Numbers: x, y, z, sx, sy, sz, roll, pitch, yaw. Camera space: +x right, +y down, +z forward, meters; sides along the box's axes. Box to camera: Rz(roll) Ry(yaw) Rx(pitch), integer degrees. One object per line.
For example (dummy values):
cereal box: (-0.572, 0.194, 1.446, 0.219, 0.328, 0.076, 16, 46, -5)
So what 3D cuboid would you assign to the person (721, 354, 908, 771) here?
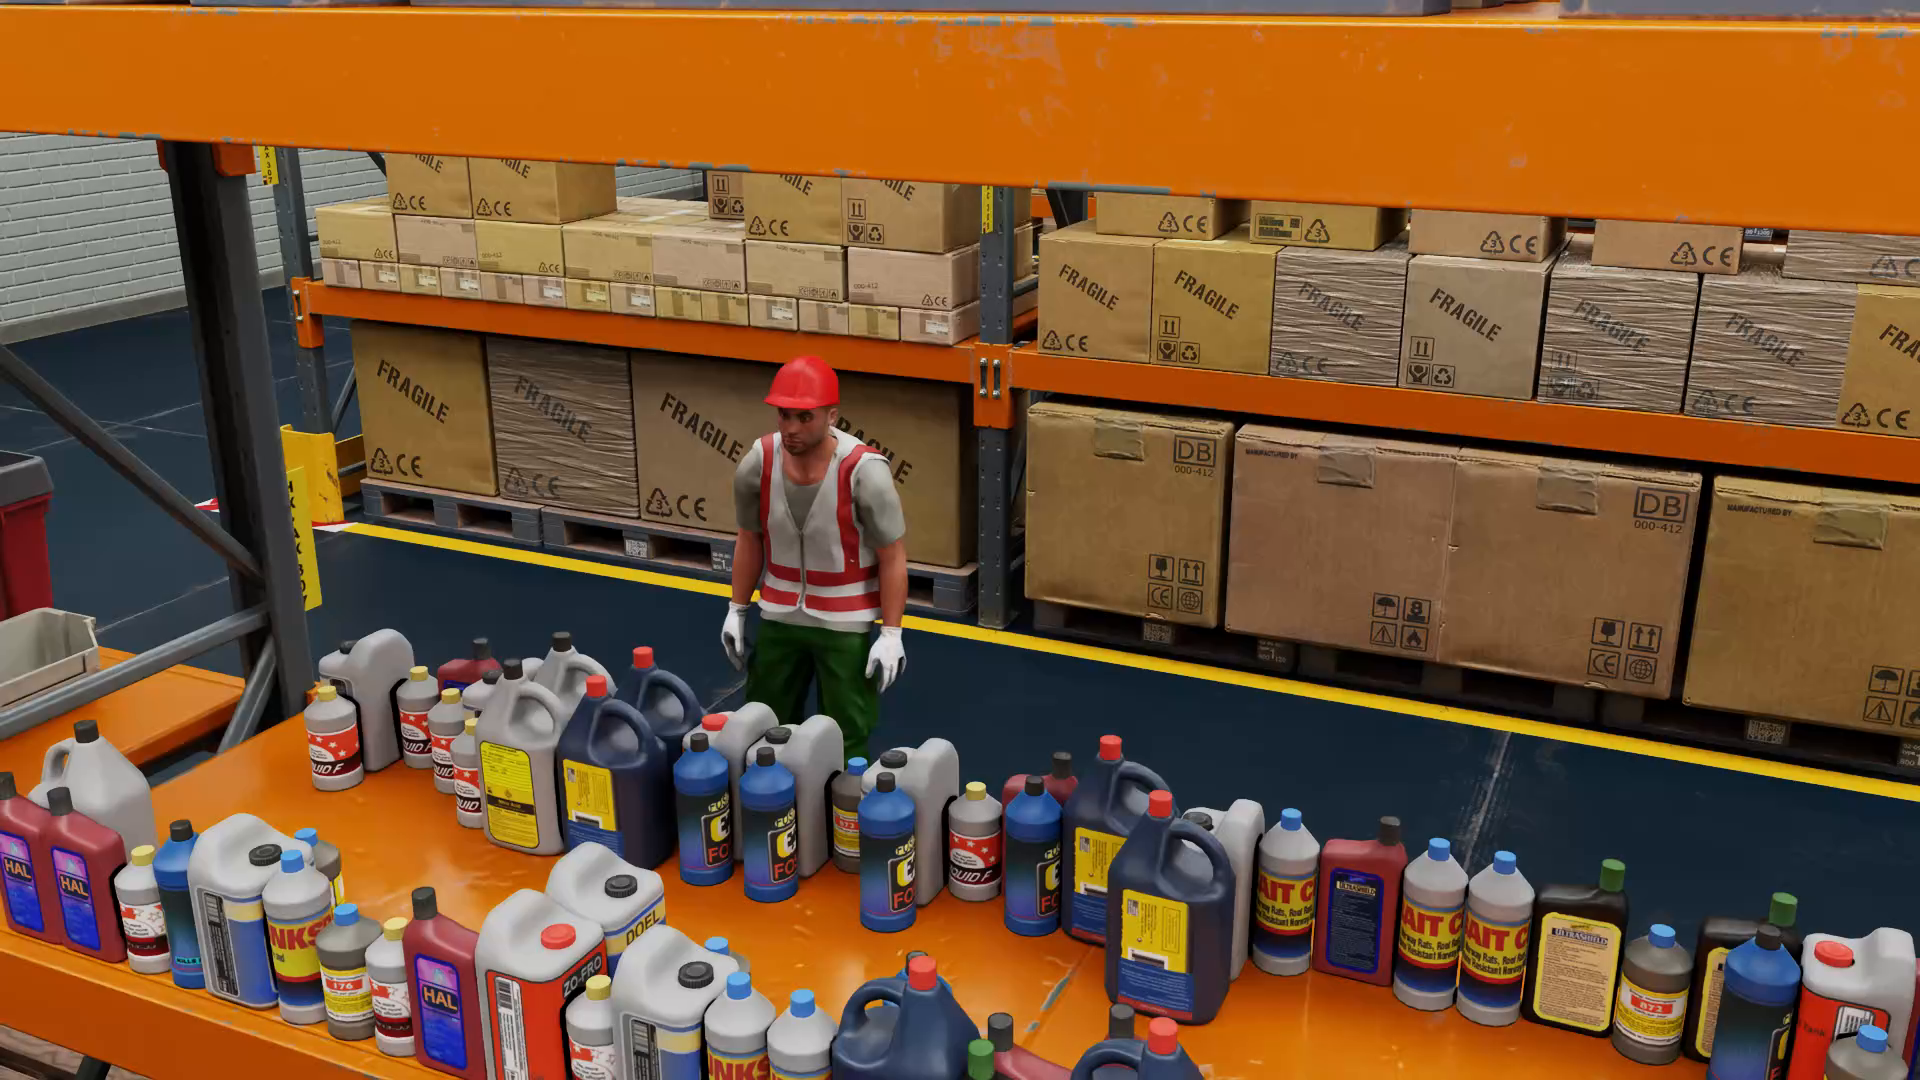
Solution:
person: (-0.456, 0.283, 5.211, 0.620, 1.780, 0.446, 7, 20, 20)
